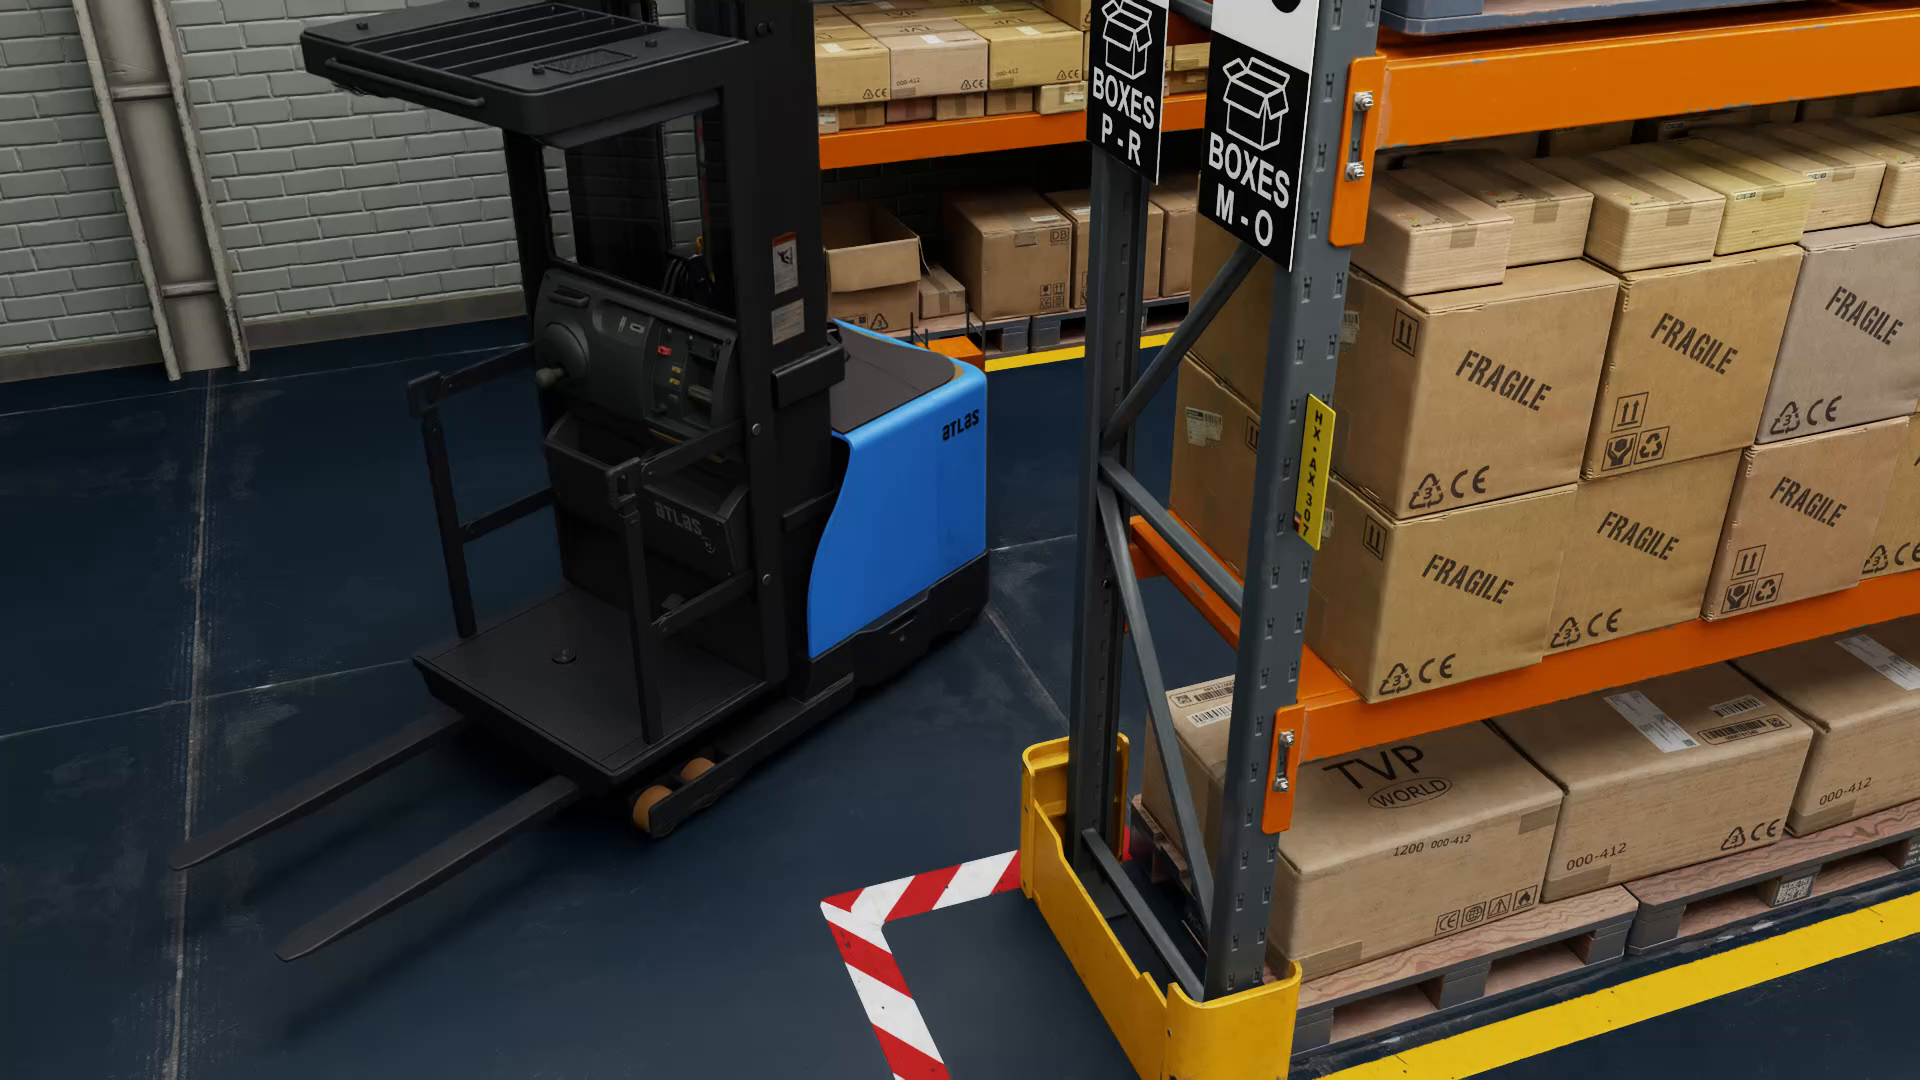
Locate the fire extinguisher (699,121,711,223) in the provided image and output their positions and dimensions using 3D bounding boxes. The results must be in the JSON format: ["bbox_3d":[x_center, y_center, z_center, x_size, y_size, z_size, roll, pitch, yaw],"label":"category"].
[{"bbox_3d":[-1.151,-1.856,7.932,0.183,0.674,0.296,-10,31,-18],"label":"fire extinguisher"}]

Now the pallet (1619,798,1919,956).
[{"bbox_3d":[2.423,0.839,5.563,1.213,0.211,1.003,-10,31,-18],"label":"pallet"}]

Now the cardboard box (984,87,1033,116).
[{"bbox_3d":[0.191,-2.302,8.514,0.250,0.149,0.380,-10,31,-17],"label":"cardboard box"}]

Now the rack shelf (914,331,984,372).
[{"bbox_3d":[-0.050,-0.684,6.839,0.240,0.259,0.215,-10,31,-18],"label":"rack shelf"}]

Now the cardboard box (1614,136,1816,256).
[{"bbox_3d":[1.734,-0.805,3.867,0.250,0.149,0.380,-11,32,-19],"label":"cardboard box"}]

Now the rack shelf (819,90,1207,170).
[{"bbox_3d":[0.700,-2.324,9.026,4.000,0.370,1.077,-10,31,-18],"label":"rack shelf"}]

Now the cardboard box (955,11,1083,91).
[{"bbox_3d":[0.291,-2.485,8.432,0.500,0.250,0.500,-11,31,-19],"label":"cardboard box"}]

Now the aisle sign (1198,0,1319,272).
[{"bbox_3d":[0.593,-0.972,3.299,0.004,0.787,0.394,-10,31,-18],"label":"aisle sign"}]

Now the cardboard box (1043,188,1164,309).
[{"bbox_3d":[0.777,-1.624,9.171,0.500,0.500,0.500,-10,31,-17],"label":"cardboard box"}]

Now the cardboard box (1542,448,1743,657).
[{"bbox_3d":[1.574,-0.082,4.264,0.500,0.500,0.500,-11,31,-18],"label":"cardboard box"}]

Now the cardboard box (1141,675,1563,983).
[{"bbox_3d":[1.143,0.781,5.012,0.875,0.438,0.875,-12,32,-19],"label":"cardboard box"}]

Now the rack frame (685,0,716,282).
[{"bbox_3d":[-1.175,-2.291,8.242,0.127,3.000,1.000,-10,31,-18],"label":"rack frame"}]

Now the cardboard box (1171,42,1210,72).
[{"bbox_3d":[1.246,-2.672,8.760,0.500,0.250,0.500,-11,31,-18],"label":"cardboard box"}]

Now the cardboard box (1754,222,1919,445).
[{"bbox_3d":[2.070,-0.603,4.166,0.500,0.500,0.500,-11,31,-18],"label":"cardboard box"}]

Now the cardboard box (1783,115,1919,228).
[{"bbox_3d":[2.210,-0.899,4.031,0.250,0.149,0.380,-10,31,-17],"label":"cardboard box"}]

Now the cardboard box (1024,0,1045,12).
[{"bbox_3d":[0.603,-2.820,9.020,0.500,0.250,0.500,-10,31,-18],"label":"cardboard box"}]

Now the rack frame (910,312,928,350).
[{"bbox_3d":[-0.164,-0.426,6.937,0.008,1.050,0.200,-10,31,-18],"label":"rack frame"}]

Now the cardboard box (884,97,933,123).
[{"bbox_3d":[-0.315,-2.239,8.403,0.250,0.149,0.380,-11,31,-18],"label":"cardboard box"}]

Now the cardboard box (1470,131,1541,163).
[{"bbox_3d":[1.268,-1.042,4.283,0.250,0.149,0.380,-11,31,-18],"label":"cardboard box"}]

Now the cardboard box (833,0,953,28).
[{"bbox_3d":[-0.352,-2.646,8.716,0.500,0.250,0.500,-10,31,-17],"label":"cardboard box"}]

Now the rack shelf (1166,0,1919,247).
[{"bbox_3d":[2.434,-1.325,4.242,4.000,0.370,1.077,-10,31,-18],"label":"rack shelf"}]

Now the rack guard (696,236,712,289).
[{"bbox_3d":[-1.104,-1.218,8.884,0.348,0.500,1.175,-10,31,-18],"label":"rack guard"}]

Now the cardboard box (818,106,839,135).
[{"bbox_3d":[-0.771,-2.112,8.180,0.250,0.149,0.380,-11,31,-18],"label":"cardboard box"}]

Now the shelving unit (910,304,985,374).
[{"bbox_3d":[-0.050,-0.447,6.974,0.252,1.050,0.215,-10,31,-18],"label":"shelving unit"}]

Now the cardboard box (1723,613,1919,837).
[{"bbox_3d":[2.844,0.465,5.568,0.875,0.438,0.875,-11,32,-19],"label":"cardboard box"}]

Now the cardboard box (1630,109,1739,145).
[{"bbox_3d":[1.788,-1.079,4.347,0.250,0.149,0.380,-11,31,-18],"label":"cardboard box"}]

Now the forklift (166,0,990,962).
[{"bbox_3d":[-1.206,-0.570,5.290,1.130,2.935,3.031,22,36,33],"label":"forklift"}]

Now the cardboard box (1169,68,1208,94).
[{"bbox_3d":[1.126,-2.507,8.874,0.250,0.149,0.380,-10,31,-17],"label":"cardboard box"}]

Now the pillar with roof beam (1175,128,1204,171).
[{"bbox_3d":[3.108,-3.889,4.986,0.400,9.000,9.100,-10,31,-18],"label":"pillar with roof beam"}]

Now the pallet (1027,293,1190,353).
[{"bbox_3d":[0.785,-1.440,9.564,1.213,0.211,1.003,-10,31,-18],"label":"pallet"}]

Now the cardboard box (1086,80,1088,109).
[{"bbox_3d":[0.693,-2.366,8.626,0.250,0.149,0.380,-10,31,-16],"label":"cardboard box"}]

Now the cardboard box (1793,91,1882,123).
[{"bbox_3d":[2.255,-1.186,4.535,0.250,0.149,0.380,-9,31,-16],"label":"cardboard box"}]

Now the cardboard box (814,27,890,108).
[{"bbox_3d":[-0.656,-2.309,8.123,0.500,0.250,0.500,-10,31,-17],"label":"cardboard box"}]

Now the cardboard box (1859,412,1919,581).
[{"bbox_3d":[2.521,-0.256,4.568,0.500,0.500,0.500,-9,31,-16],"label":"cardboard box"}]

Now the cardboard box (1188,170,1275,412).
[{"bbox_3d":[0.928,-0.661,4.268,0.500,0.500,0.500,-9,31,-16],"label":"cardboard box"}]

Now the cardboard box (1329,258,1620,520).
[{"bbox_3d":[1.109,-0.418,3.842,0.500,0.500,0.500,-11,32,-19],"label":"cardboard box"}]

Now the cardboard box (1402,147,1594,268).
[{"bbox_3d":[1.210,-0.760,3.787,0.250,0.149,0.380,-10,31,-16],"label":"cardboard box"}]

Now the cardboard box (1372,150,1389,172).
[{"bbox_3d":[0.826,-0.904,4.040,0.250,0.149,0.380,-10,31,-17],"label":"cardboard box"}]

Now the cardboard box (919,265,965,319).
[{"bbox_3d":[-0.157,-1.352,9.049,0.250,0.149,0.380,-12,32,-20],"label":"cardboard box"}]
